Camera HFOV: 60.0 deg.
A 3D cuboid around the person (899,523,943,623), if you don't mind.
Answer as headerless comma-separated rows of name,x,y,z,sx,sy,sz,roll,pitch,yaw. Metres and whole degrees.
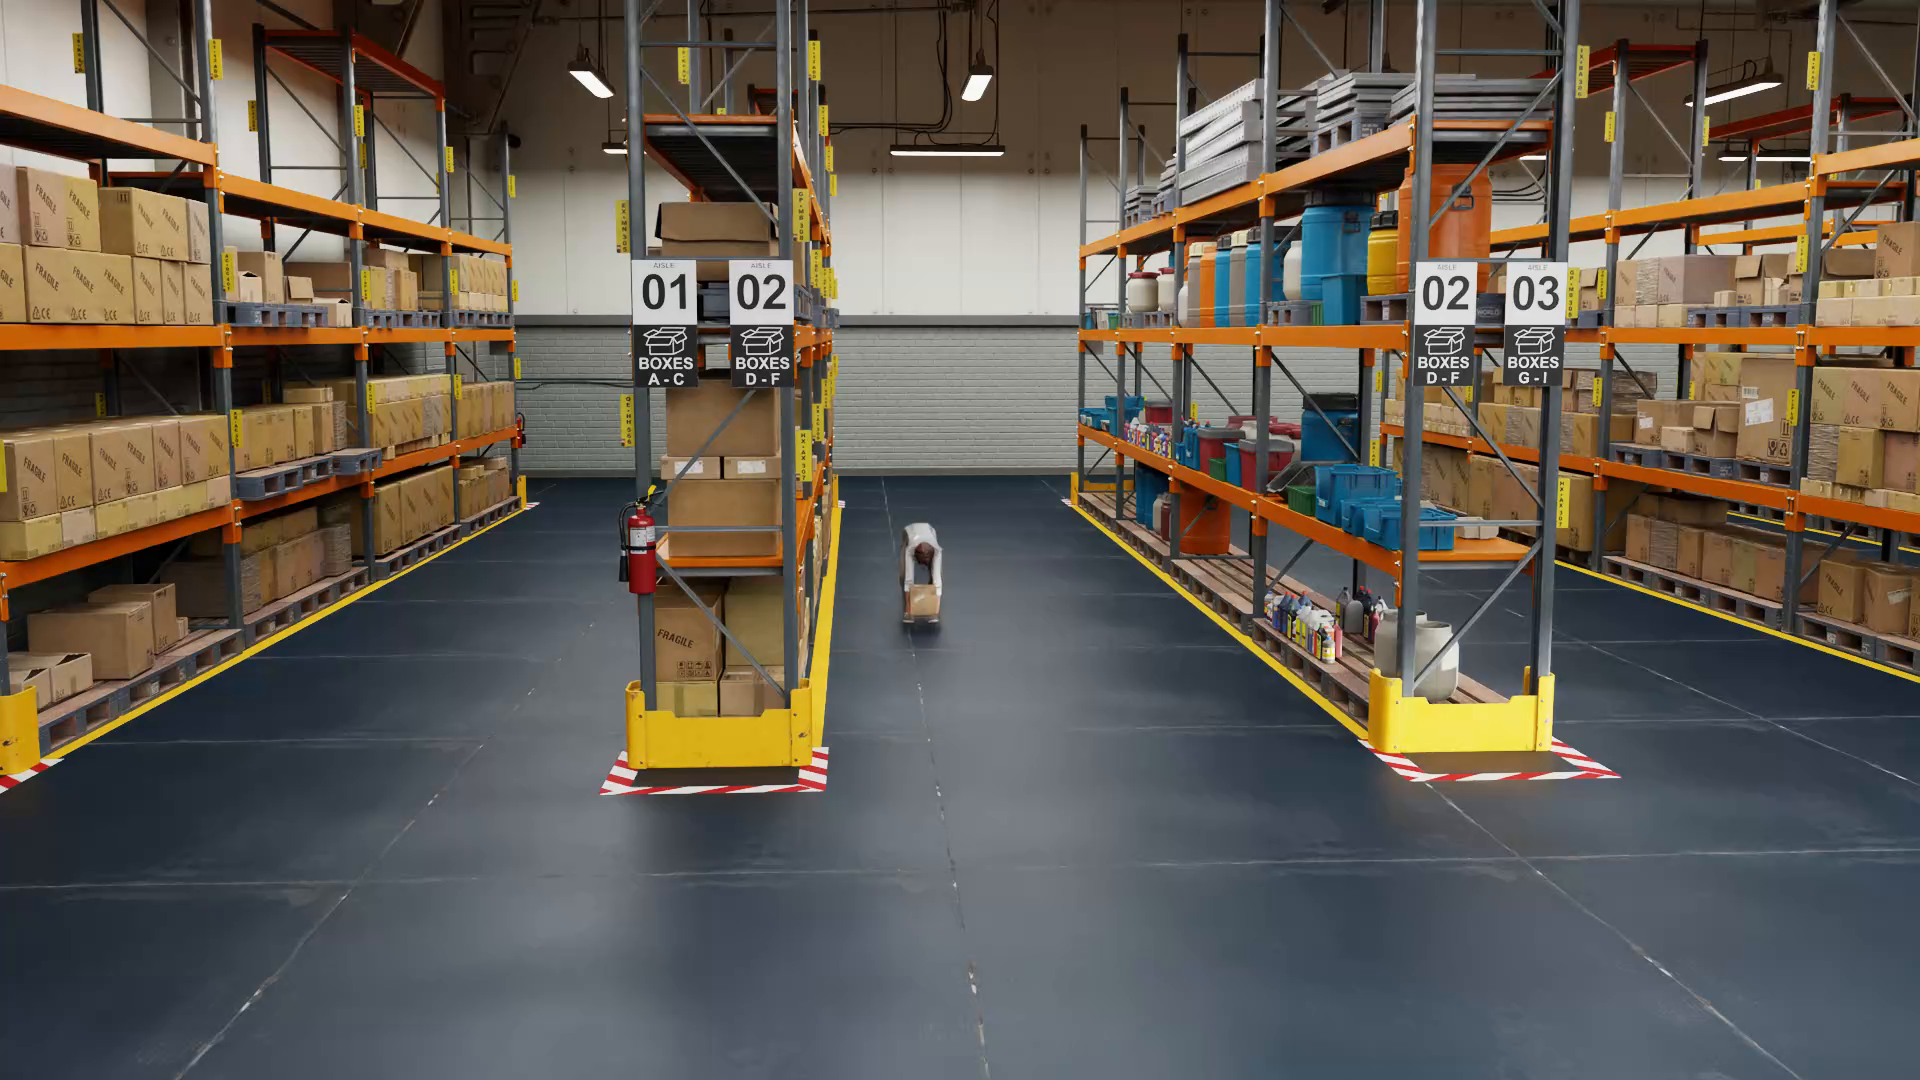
person,-0.363,0.336,15.732,0.411,0.948,0.866,-1,7,-5
